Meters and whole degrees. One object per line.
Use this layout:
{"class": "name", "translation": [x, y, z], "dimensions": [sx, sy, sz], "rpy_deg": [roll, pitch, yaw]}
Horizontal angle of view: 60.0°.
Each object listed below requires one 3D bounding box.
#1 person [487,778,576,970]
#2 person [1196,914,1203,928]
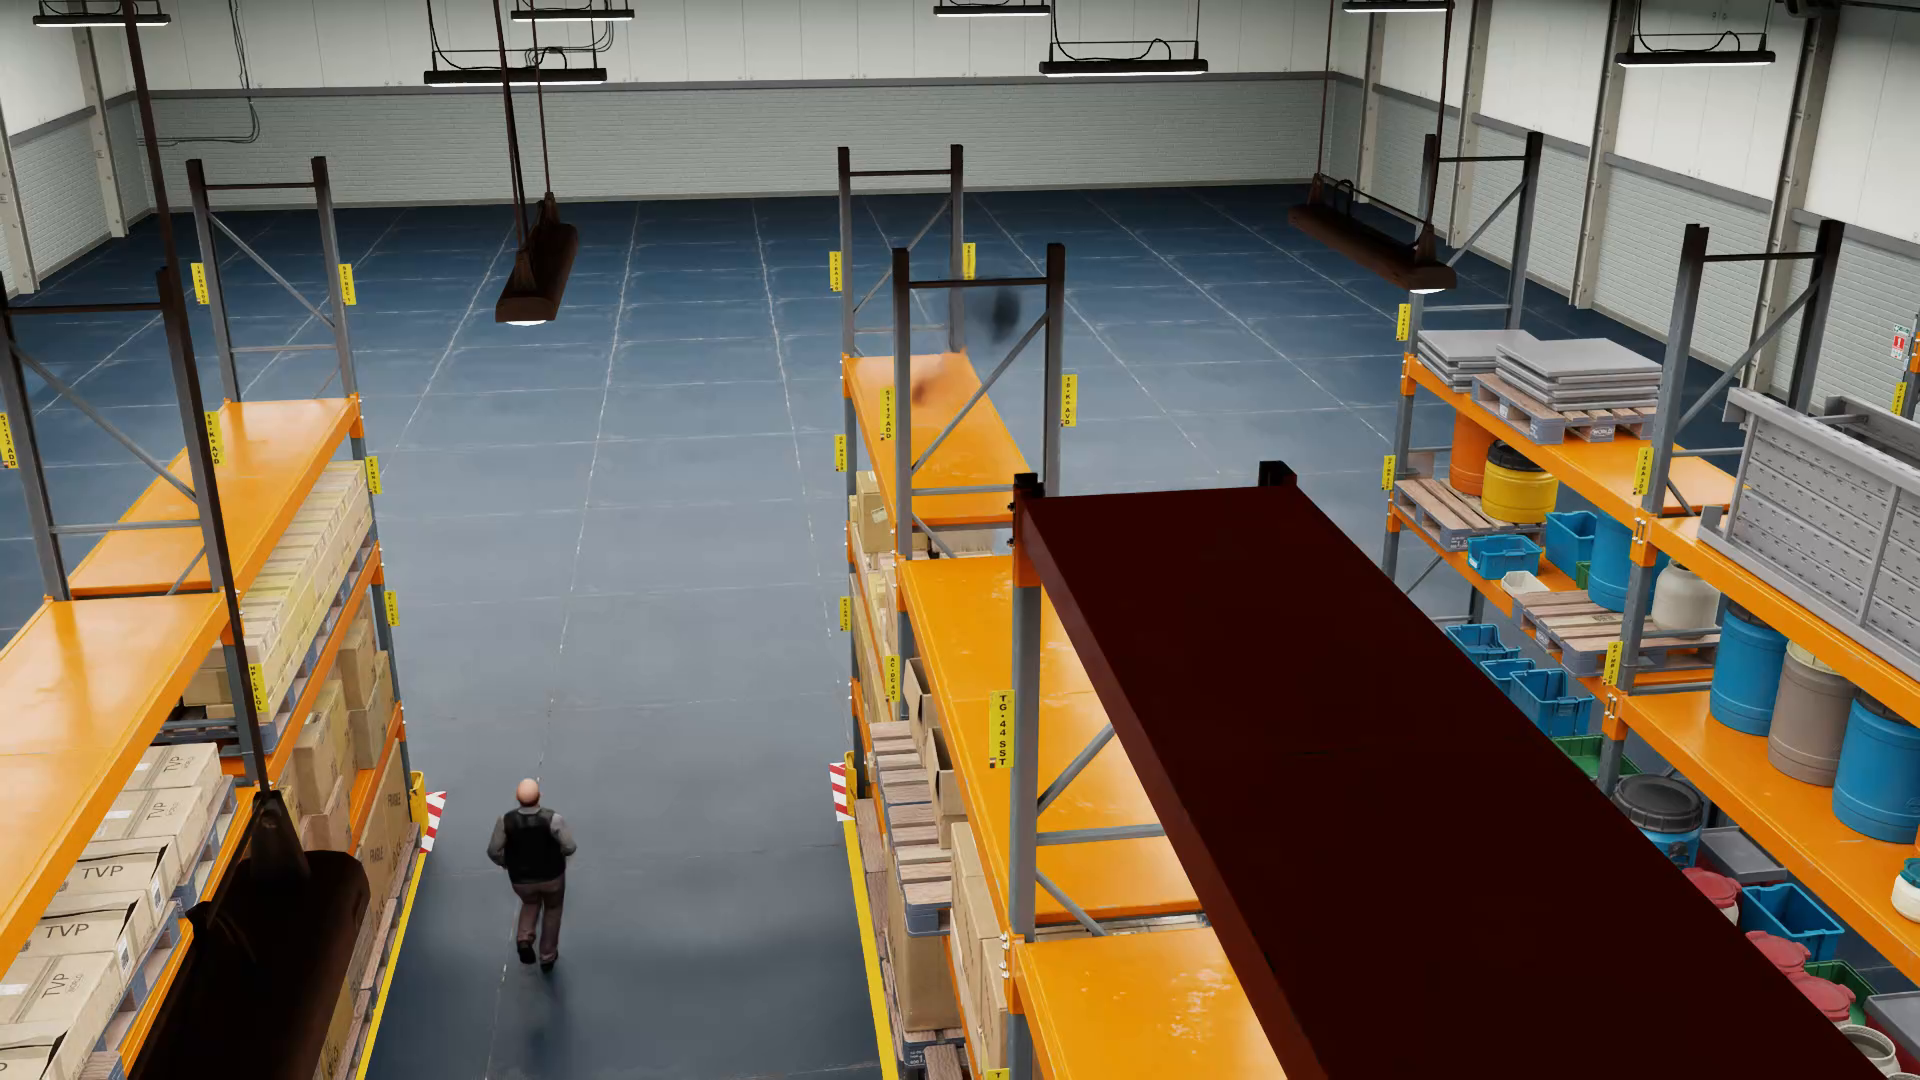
{"class": "person", "translation": [-3.271, 2.592, 12.847], "dimensions": [0.661, 1.680, 0.585], "rpy_deg": [-2, 22, -5]}
{"class": "person", "translation": [1.719, 2.642, 12.752], "dimensions": [0.581, 1.658, 0.638], "rpy_deg": [-4, 22, -10]}
